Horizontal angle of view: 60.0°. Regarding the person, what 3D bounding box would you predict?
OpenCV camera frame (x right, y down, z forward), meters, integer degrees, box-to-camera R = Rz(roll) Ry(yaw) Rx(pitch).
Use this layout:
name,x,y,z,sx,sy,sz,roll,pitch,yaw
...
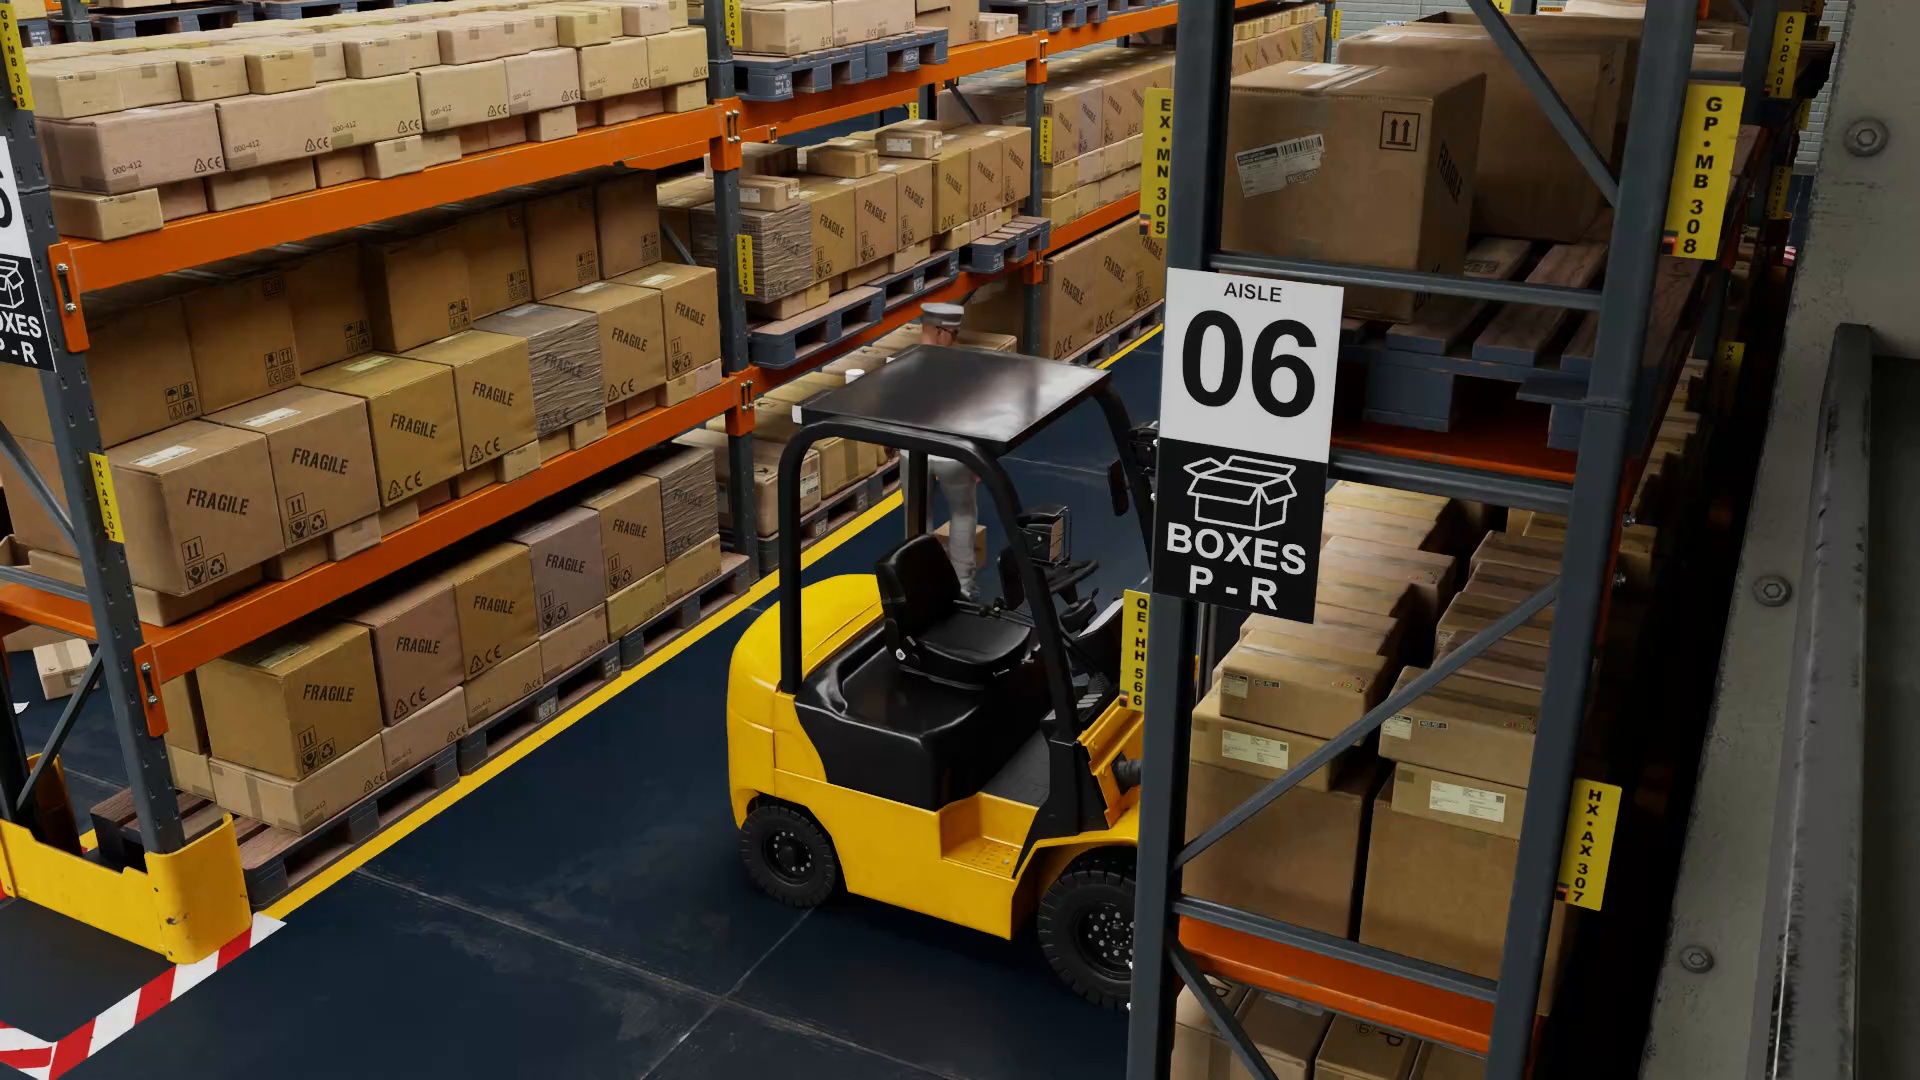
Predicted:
name,x,y,z,sx,sy,sz,roll,pitch,yaw
person,-0.152,-0.456,9.419,0.594,1.825,0.486,2,23,4
